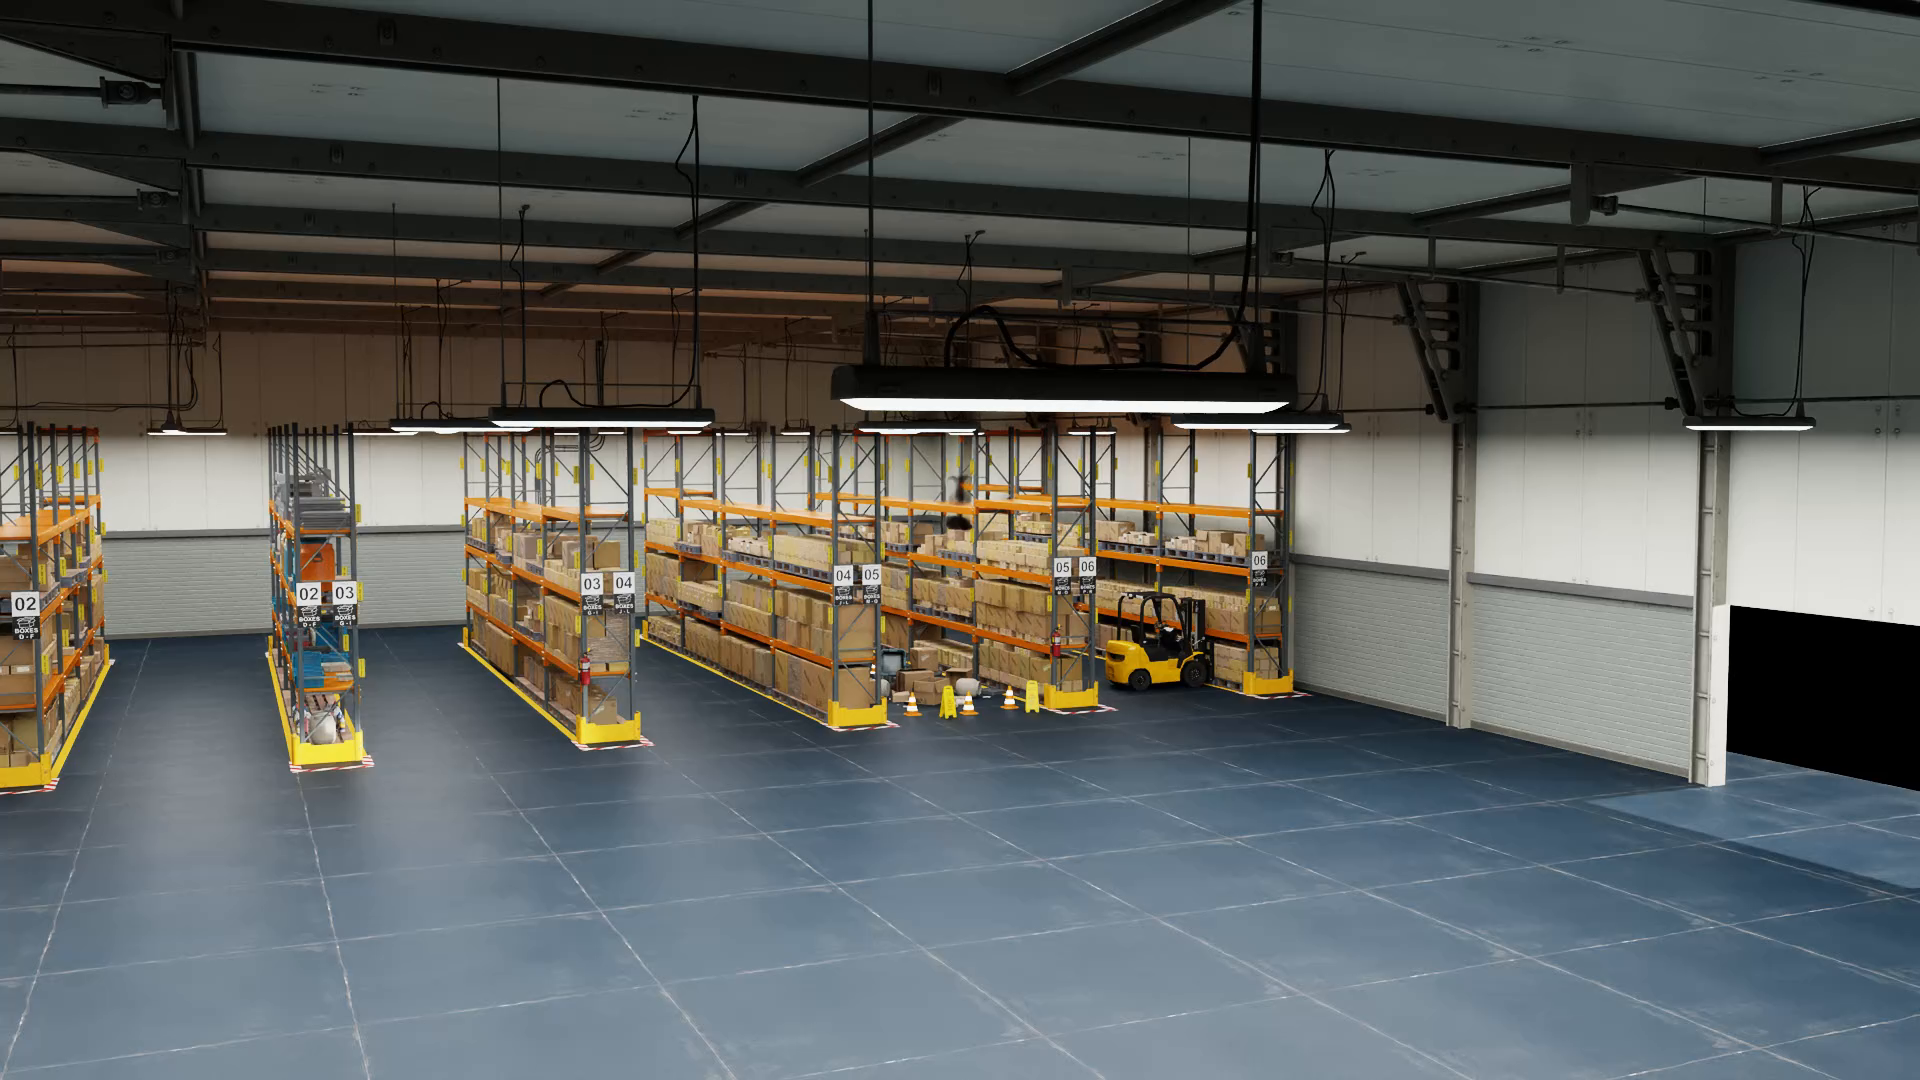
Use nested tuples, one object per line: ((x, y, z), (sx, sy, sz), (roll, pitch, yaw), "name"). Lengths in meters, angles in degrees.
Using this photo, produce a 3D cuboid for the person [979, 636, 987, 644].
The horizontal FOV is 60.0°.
((0.594, 2.236, 43.403), (0.606, 1.728, 0.702), (-1, 4, -22), "person")
